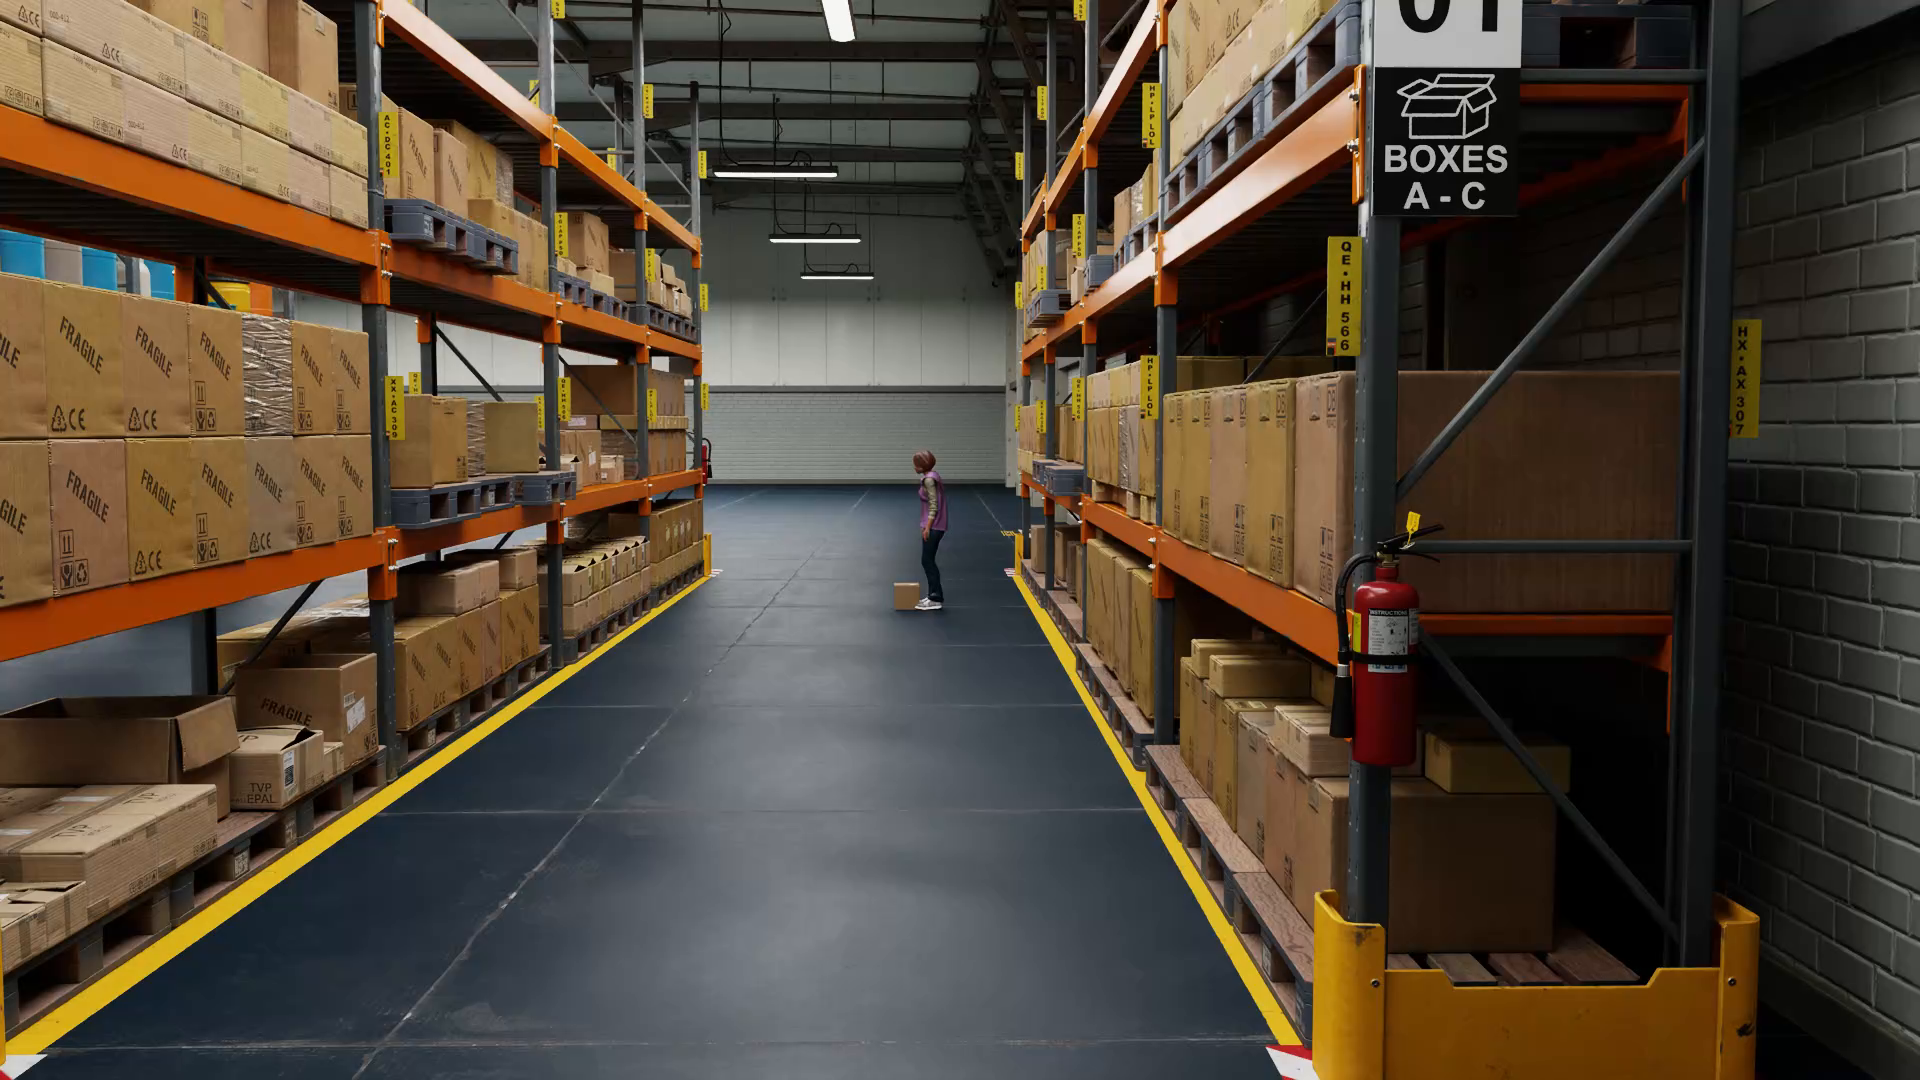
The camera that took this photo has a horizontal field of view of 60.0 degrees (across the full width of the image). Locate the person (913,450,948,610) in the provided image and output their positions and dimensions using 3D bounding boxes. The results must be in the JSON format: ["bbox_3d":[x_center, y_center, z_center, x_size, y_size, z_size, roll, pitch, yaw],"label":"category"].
[{"bbox_3d":[-0.297,-0.103,16.726,0.345,1.592,0.463,0,4,-1],"label":"person"}]
